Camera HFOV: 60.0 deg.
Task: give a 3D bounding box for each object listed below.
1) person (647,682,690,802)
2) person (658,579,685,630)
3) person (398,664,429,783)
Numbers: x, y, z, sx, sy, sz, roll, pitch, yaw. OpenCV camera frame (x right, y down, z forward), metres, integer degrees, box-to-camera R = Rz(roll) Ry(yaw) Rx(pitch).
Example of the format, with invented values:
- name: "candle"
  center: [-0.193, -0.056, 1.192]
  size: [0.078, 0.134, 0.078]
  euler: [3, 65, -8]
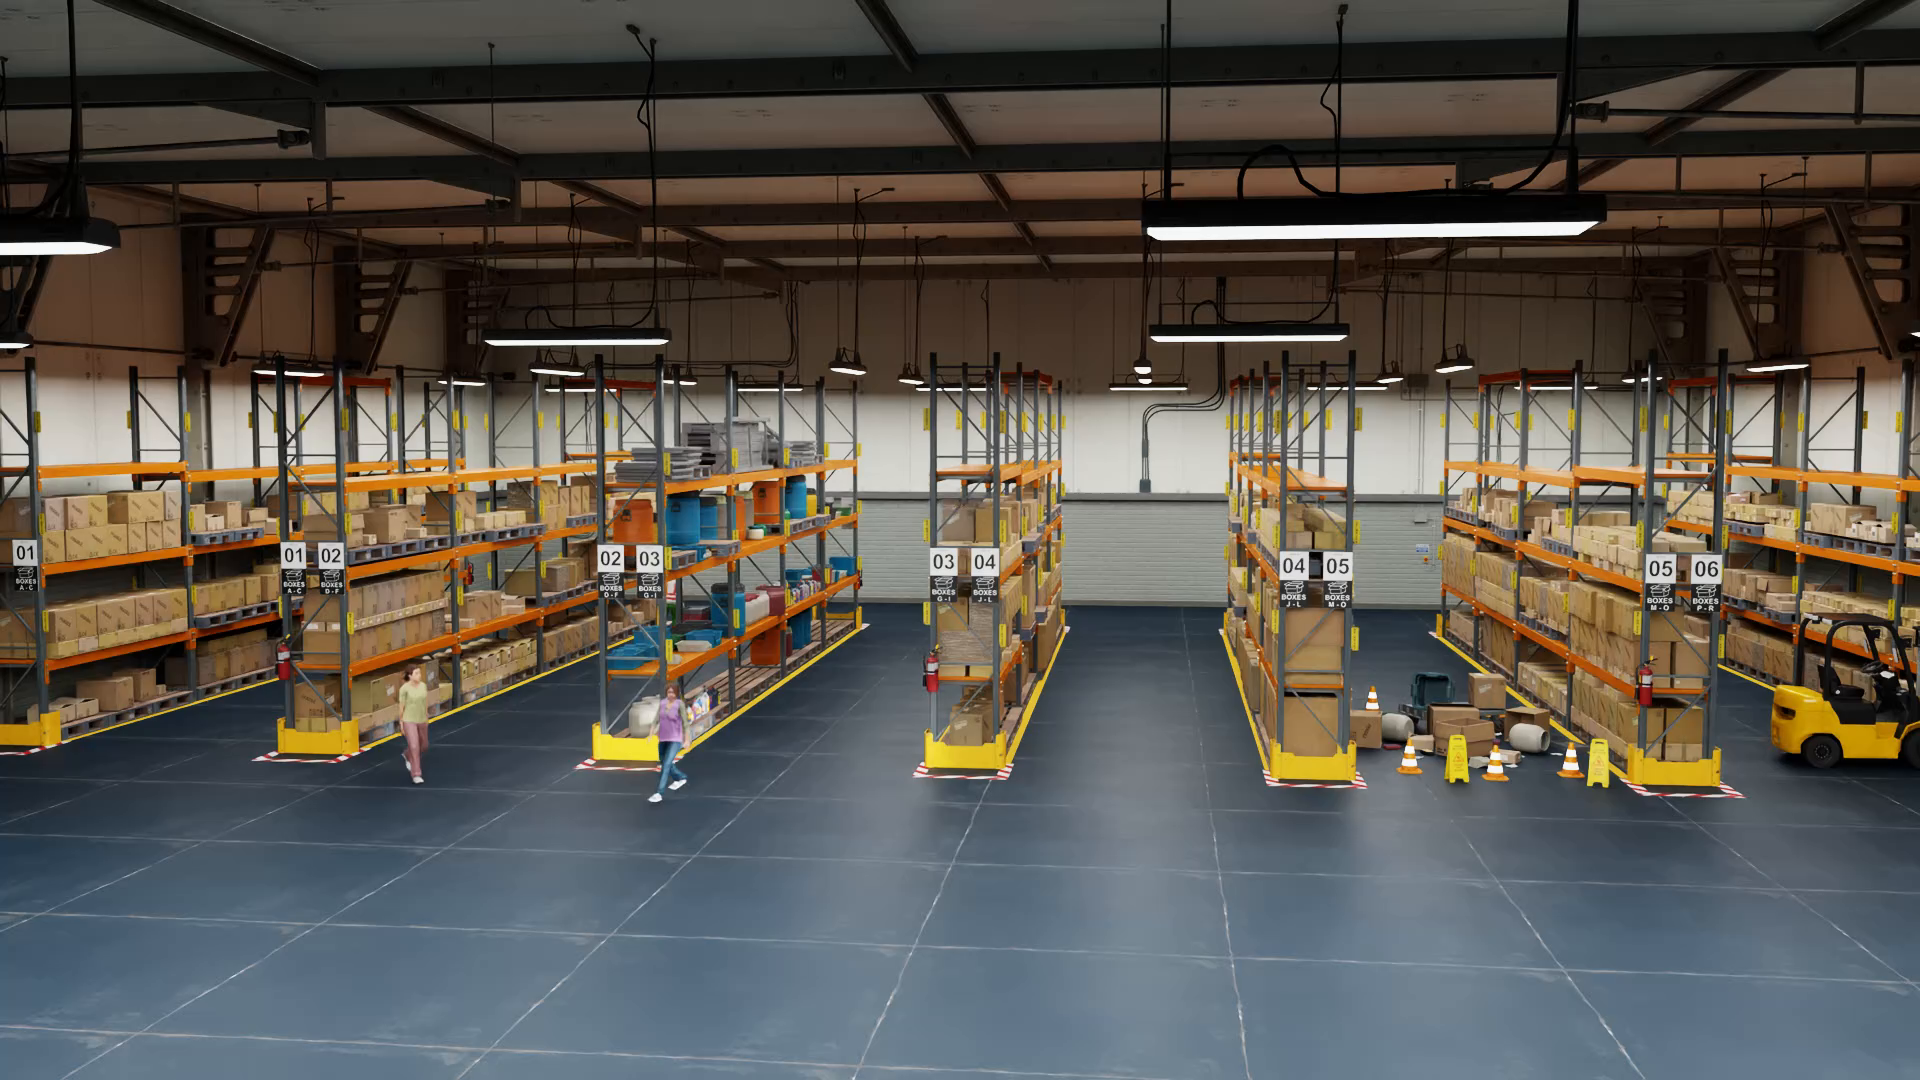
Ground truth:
- name: "person"
  center: [-3.863, 2.661, 22.113]
  size: [0.496, 1.548, 0.874]
  euler: [1, 4, 20]
- name: "person"
  center: [-6.623, 1.453, 37.854]
  size: [0.623, 1.757, 0.671]
  euler: [1, 4, 12]
- name: "person"
  center: [-7.659, 2.532, 23.246]
  size: [0.453, 1.637, 0.854]
  euler: [-4, 5, -42]
